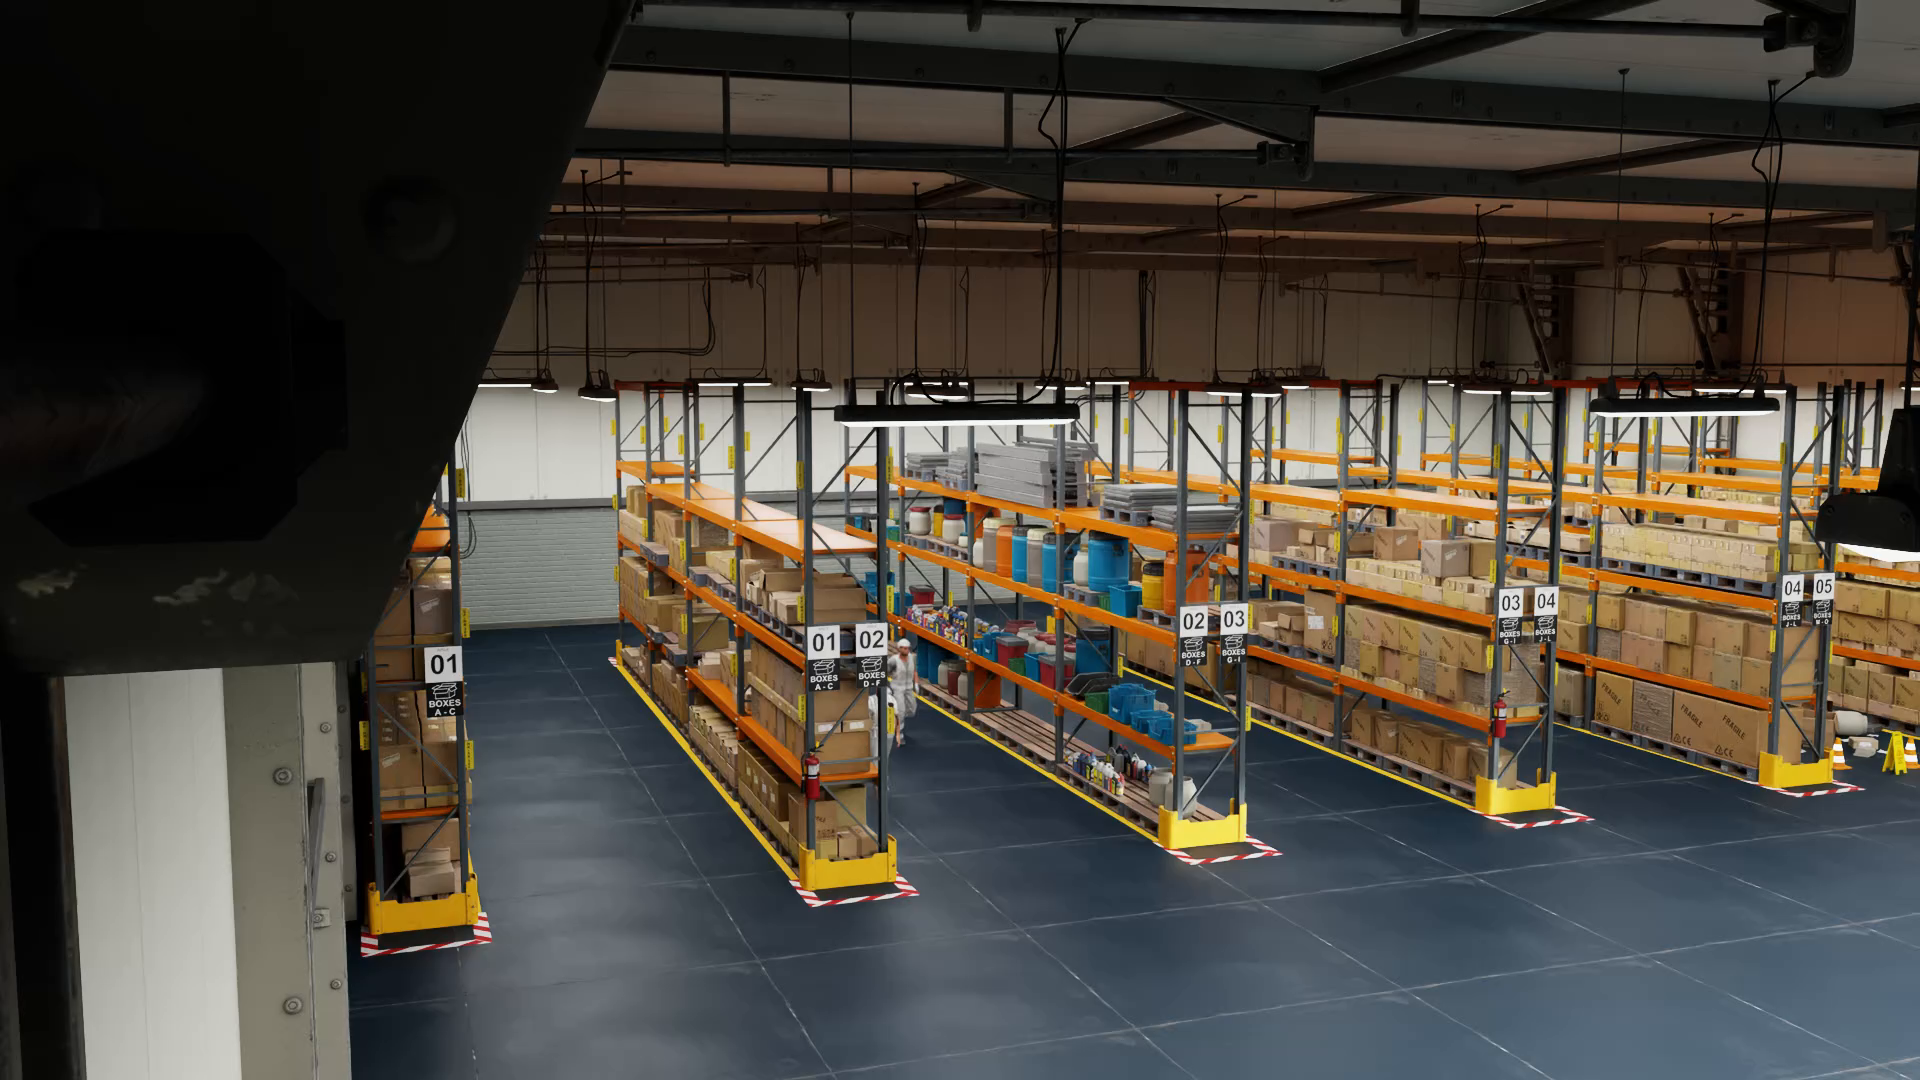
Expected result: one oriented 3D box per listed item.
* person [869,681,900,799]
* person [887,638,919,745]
[{"bbox_3d":[-1.128,2.883,24.389,0.550,1.703,1.003,-4,7,-35],"label":"person"},{"bbox_3d":[-1.021,2.508,27.919,0.625,1.771,0.689,-4,7,-36],"label":"person"}]
